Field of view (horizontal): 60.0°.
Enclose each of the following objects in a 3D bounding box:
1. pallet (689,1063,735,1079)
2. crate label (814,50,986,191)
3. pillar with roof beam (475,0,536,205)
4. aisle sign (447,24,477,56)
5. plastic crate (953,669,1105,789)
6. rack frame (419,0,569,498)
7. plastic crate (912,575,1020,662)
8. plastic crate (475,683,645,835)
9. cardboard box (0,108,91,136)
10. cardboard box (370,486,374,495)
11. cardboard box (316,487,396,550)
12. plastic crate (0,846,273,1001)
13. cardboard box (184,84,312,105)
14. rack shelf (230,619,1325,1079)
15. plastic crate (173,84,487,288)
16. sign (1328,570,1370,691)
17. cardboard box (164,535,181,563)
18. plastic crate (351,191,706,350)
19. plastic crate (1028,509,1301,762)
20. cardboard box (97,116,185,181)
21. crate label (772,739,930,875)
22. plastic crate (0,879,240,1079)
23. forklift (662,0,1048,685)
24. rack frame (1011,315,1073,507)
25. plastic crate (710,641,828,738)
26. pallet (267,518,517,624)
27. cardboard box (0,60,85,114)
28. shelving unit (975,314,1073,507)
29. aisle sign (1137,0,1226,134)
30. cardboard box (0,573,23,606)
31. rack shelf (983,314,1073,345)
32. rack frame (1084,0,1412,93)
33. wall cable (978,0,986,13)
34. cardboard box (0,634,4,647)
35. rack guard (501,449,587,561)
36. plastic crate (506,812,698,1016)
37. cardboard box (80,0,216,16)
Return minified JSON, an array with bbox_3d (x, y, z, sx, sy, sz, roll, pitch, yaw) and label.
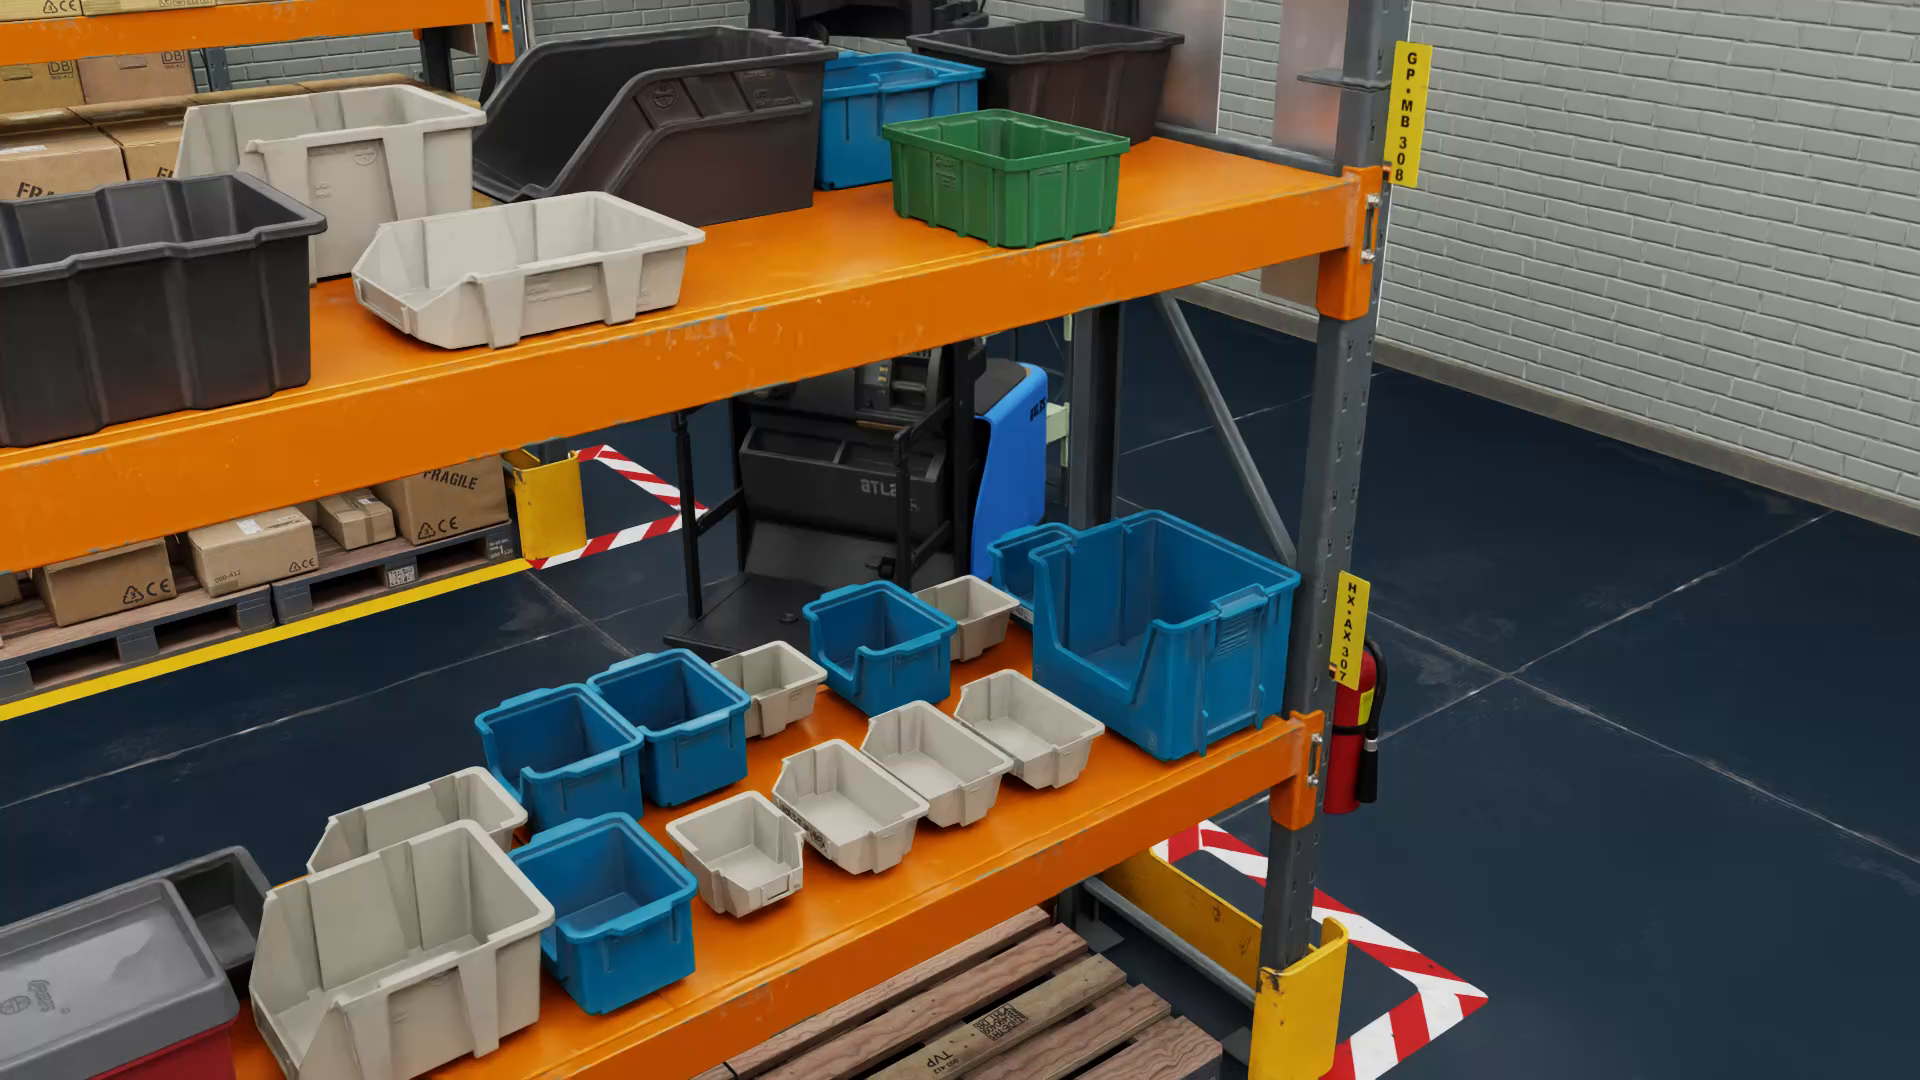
[{"bbox_3d":[-0.940,1.922,4.359,1.213,0.211,1.003,-18,31,-34],"label":"pallet"},{"bbox_3d":[-0.233,-1.020,3.999,0.502,0.251,0.408,-18,31,-34],"label":"crate label"},{"bbox_3d":[-1.174,-5.425,9.749,0.400,9.000,9.100,-18,31,-34],"label":"pillar with roof beam"},{"bbox_3d":[-2.489,-2.796,8.123,0.004,0.787,0.394,-18,31,-34],"label":"aisle sign"},{"bbox_3d":[0.162,0.504,4.342,0.243,0.136,0.396,-18,31,-34],"label":"plastic crate"},{"bbox_3d":[-2.361,-1.502,8.422,0.127,3.000,1.000,-18,31,-34],"label":"rack frame"},{"bbox_3d":[-0.009,0.244,4.904,0.298,0.136,0.250,-18,31,-34],"label":"plastic crate"},{"bbox_3d":[-0.977,0.564,4.099,0.300,0.233,0.416,-18,31,-34],"label":"plastic crate"},{"bbox_3d":[-4.076,-1.574,7.271,0.500,0.500,0.500,-19,31,-34],"label":"cardboard box"},{"bbox_3d":[-3.100,-0.356,8.797,0.250,0.166,0.380,-18,31,-34],"label":"cardboard box"},{"bbox_3d":[-3.011,-0.118,8.284,0.250,0.166,0.380,-18,31,-34],"label":"cardboard box"},{"bbox_3d":[-1.740,0.897,3.509,0.590,0.125,0.437,-18,31,-34],"label":"plastic crate"},{"bbox_3d":[-3.280,-1.834,7.833,0.500,0.500,0.500,-18,30,-34],"label":"cardboard box"},{"bbox_3d":[-0.882,0.986,3.917,4.000,0.370,1.077,-18,31,-34],"label":"rack shelf"},{"bbox_3d":[-1.242,-0.693,3.258,0.530,0.282,0.437,-18,31,-34],"label":"plastic crate"},{"bbox_3d":[1.045,0.244,4.467,0.005,0.325,0.100,-18,31,-34],"label":"sign"},{"bbox_3d":[-3.751,-0.147,8.247,0.500,0.250,0.500,-18,31,-34],"label":"cardboard box"},{"bbox_3d":[-0.781,-0.482,2.975,0.530,0.136,0.437,-18,31,-34],"label":"plastic crate"},{"bbox_3d":[0.544,0.246,4.544,0.499,0.435,0.616,-18,31,-34],"label":"plastic crate"},{"bbox_3d":[-3.344,-1.526,7.169,0.500,0.500,0.500,-17,30,-33],"label":"cardboard box"},{"bbox_3d":[-0.279,0.655,4.017,0.243,0.136,0.396,-18,31,-34],"label":"crate label"},{"bbox_3d":[-1.598,0.974,2.940,0.583,0.464,0.402,-18,31,-34],"label":"plastic crate"},{"bbox_3d":[-0.584,-0.699,6.774,1.130,2.935,3.031,10,27,20],"label":"forklift"},{"bbox_3d":[0.434,-0.921,8.952,0.400,1.500,0.023,20,31,36],"label":"rack frame"},{"bbox_3d":[-0.542,0.420,4.524,0.298,0.136,0.250,-18,31,-34],"label":"plastic crate"},{"bbox_3d":[-3.048,-0.009,8.520,1.213,0.211,1.003,-18,31,-34],"label":"pallet"},{"bbox_3d":[-6.382,-2.949,11.185,0.700,0.700,0.980,-19,31,-34],"label":"cardboard box"},{"bbox_3d":[0.195,-0.804,8.700,0.431,1.500,0.755,20,31,36],"label":"shelving unit"},{"bbox_3d":[0.566,-1.156,4.590,0.004,0.787,0.394,-18,31,-34],"label":"aisle sign"},{"bbox_3d":[-4.645,0.121,7.598,0.500,0.311,0.500,-18,31,-34],"label":"cardboard box"},{"bbox_3d":[0.195,-1.158,8.536,0.431,0.370,0.720,20,31,36],"label":"rack shelf"},{"bbox_3d":[0.692,-2.581,3.622,0.127,3.000,1.000,-18,31,-34],"label":"rack frame"},{"bbox_3d":[-0.750,-5.805,14.258,0.112,2.526,3.097,-18,31,-34],"label":"wall cable"},{"bbox_3d":[-4.371,0.358,7.259,0.250,0.166,0.380,-18,31,-34],"label":"cardboard box"},{"bbox_3d":[-2.421,-0.348,8.906,0.348,0.500,1.175,-18,31,-34],"label":"rack guard"},{"bbox_3d":[-0.766,0.807,3.575,0.300,0.233,0.416,-18,31,-34],"label":"plastic crate"},{"bbox_3d":[-3.388,-2.313,6.786,0.500,0.250,0.500,-18,31,-34],"label":"cardboard box"}]
